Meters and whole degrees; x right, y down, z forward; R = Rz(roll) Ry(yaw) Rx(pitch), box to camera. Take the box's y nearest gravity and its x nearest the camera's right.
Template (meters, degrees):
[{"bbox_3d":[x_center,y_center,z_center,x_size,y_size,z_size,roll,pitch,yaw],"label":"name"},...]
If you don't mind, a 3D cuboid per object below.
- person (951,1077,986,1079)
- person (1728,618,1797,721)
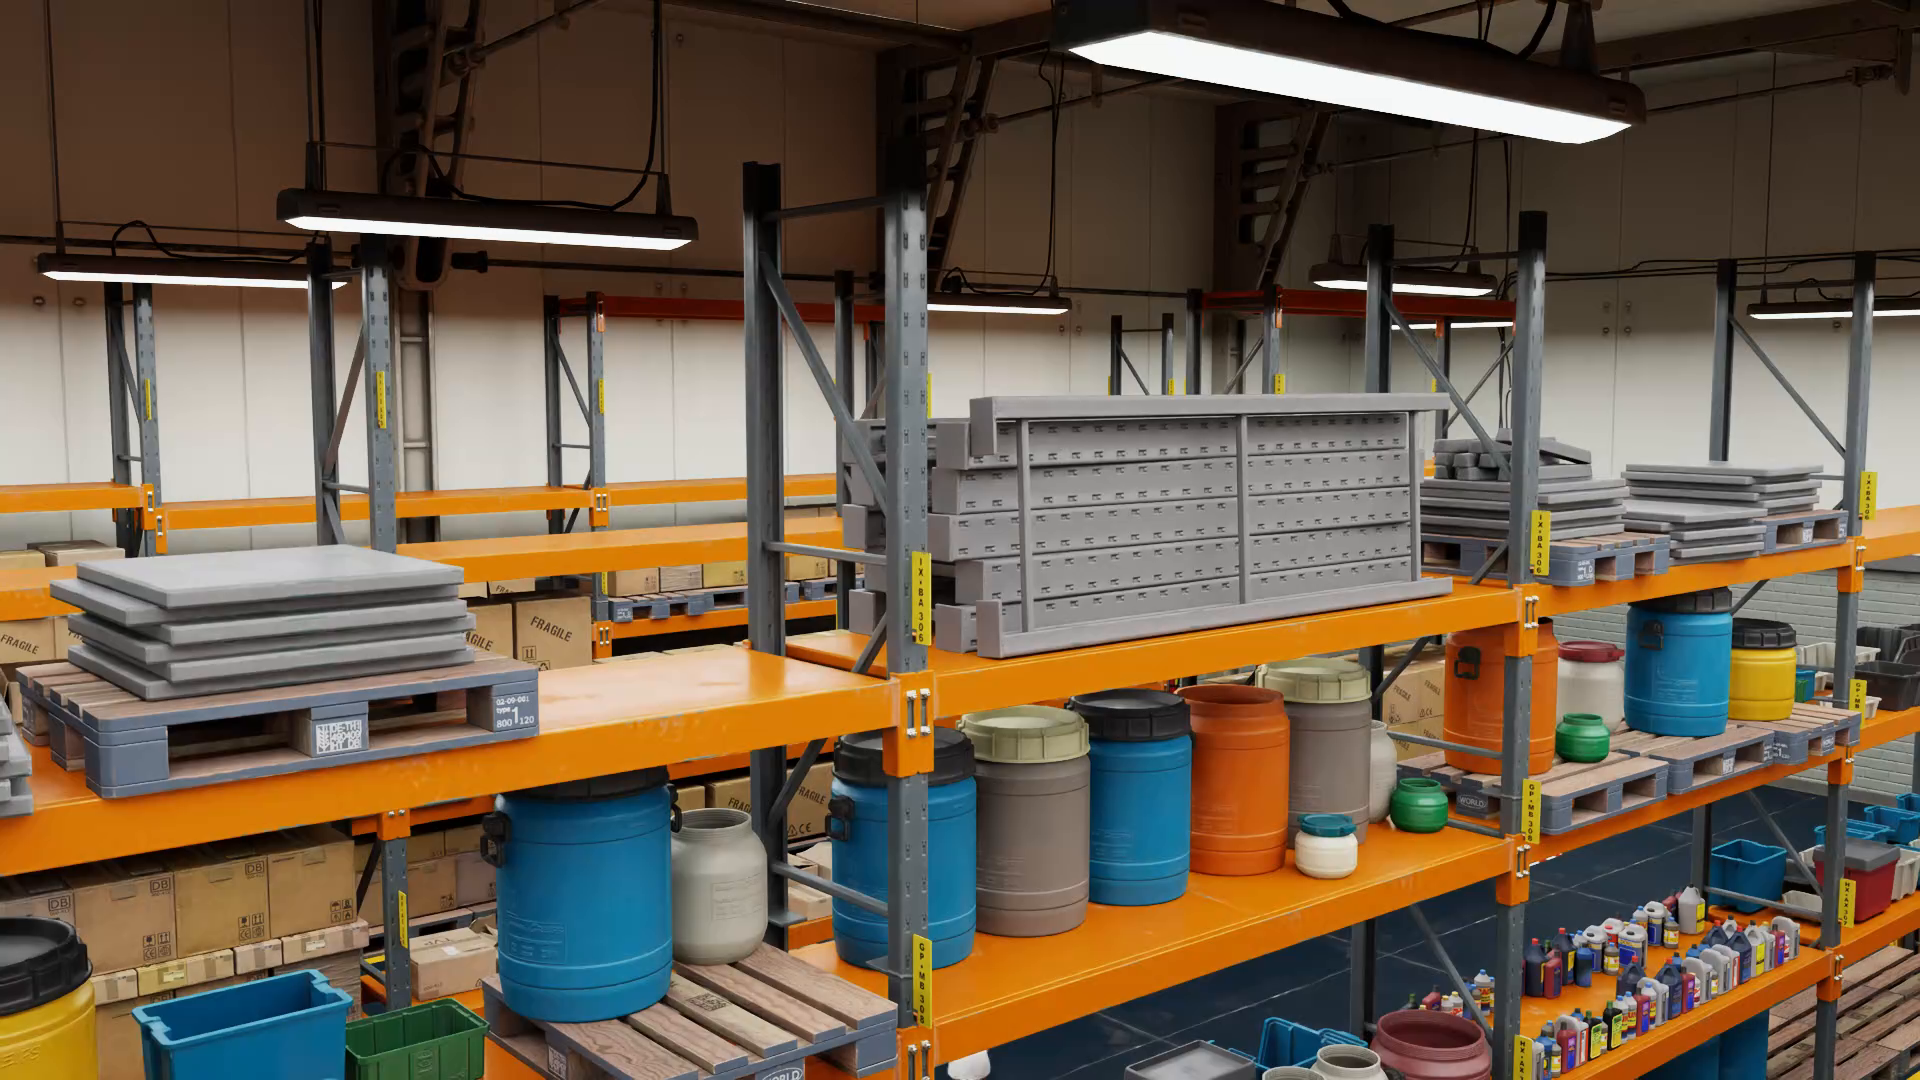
[{"bbox_3d":[0.061,3.492,8.683,0.411,1.758,0.625,5,7,41],"label":"person"},{"bbox_3d":[8.090,2.757,2.601,7.969,2.863,16.741,-5,8,-44],"label":"person"}]
